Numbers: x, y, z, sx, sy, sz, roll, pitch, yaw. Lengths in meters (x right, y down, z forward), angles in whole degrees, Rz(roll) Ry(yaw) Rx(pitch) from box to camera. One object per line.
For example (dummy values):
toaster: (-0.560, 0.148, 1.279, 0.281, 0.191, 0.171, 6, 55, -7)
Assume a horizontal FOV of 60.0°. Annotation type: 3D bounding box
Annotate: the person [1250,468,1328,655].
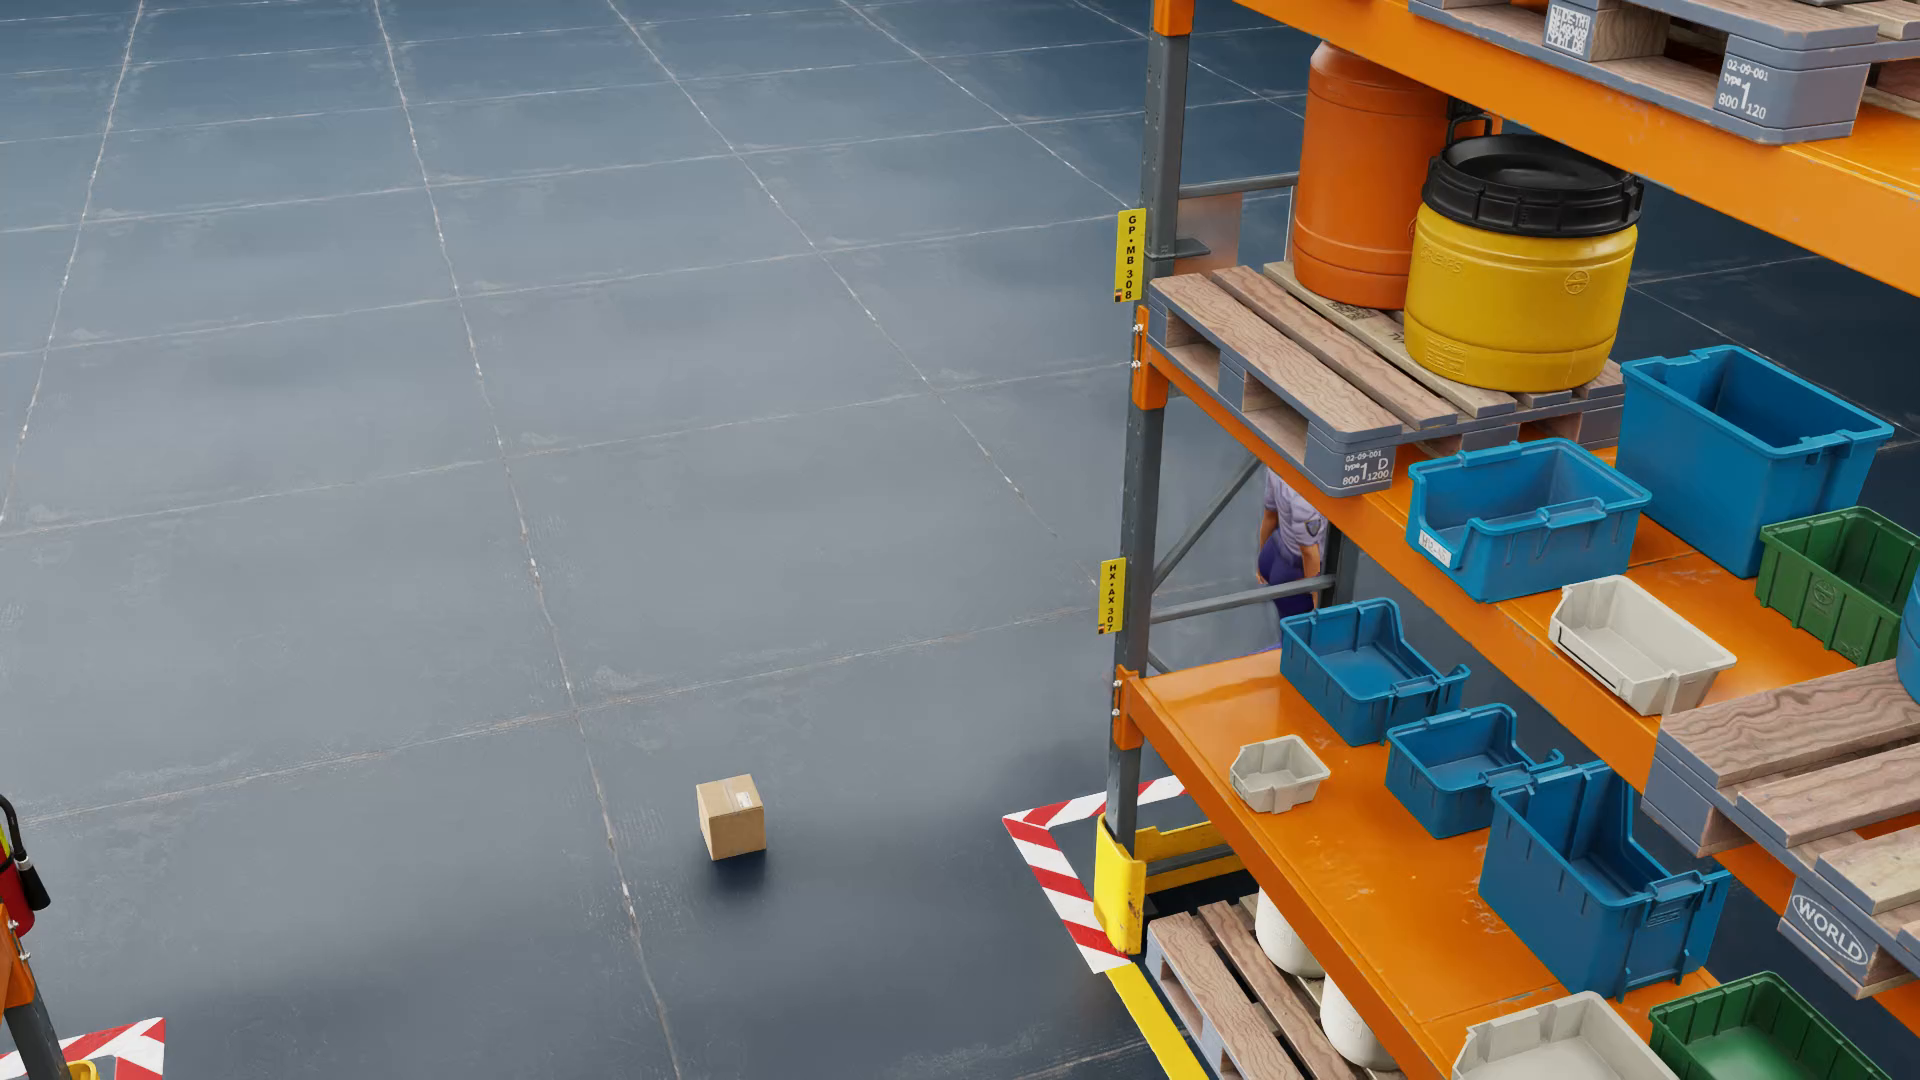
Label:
person: (1.596, 0.164, 8.040, 0.776, 1.607, 0.490, -5, 30, -9)
